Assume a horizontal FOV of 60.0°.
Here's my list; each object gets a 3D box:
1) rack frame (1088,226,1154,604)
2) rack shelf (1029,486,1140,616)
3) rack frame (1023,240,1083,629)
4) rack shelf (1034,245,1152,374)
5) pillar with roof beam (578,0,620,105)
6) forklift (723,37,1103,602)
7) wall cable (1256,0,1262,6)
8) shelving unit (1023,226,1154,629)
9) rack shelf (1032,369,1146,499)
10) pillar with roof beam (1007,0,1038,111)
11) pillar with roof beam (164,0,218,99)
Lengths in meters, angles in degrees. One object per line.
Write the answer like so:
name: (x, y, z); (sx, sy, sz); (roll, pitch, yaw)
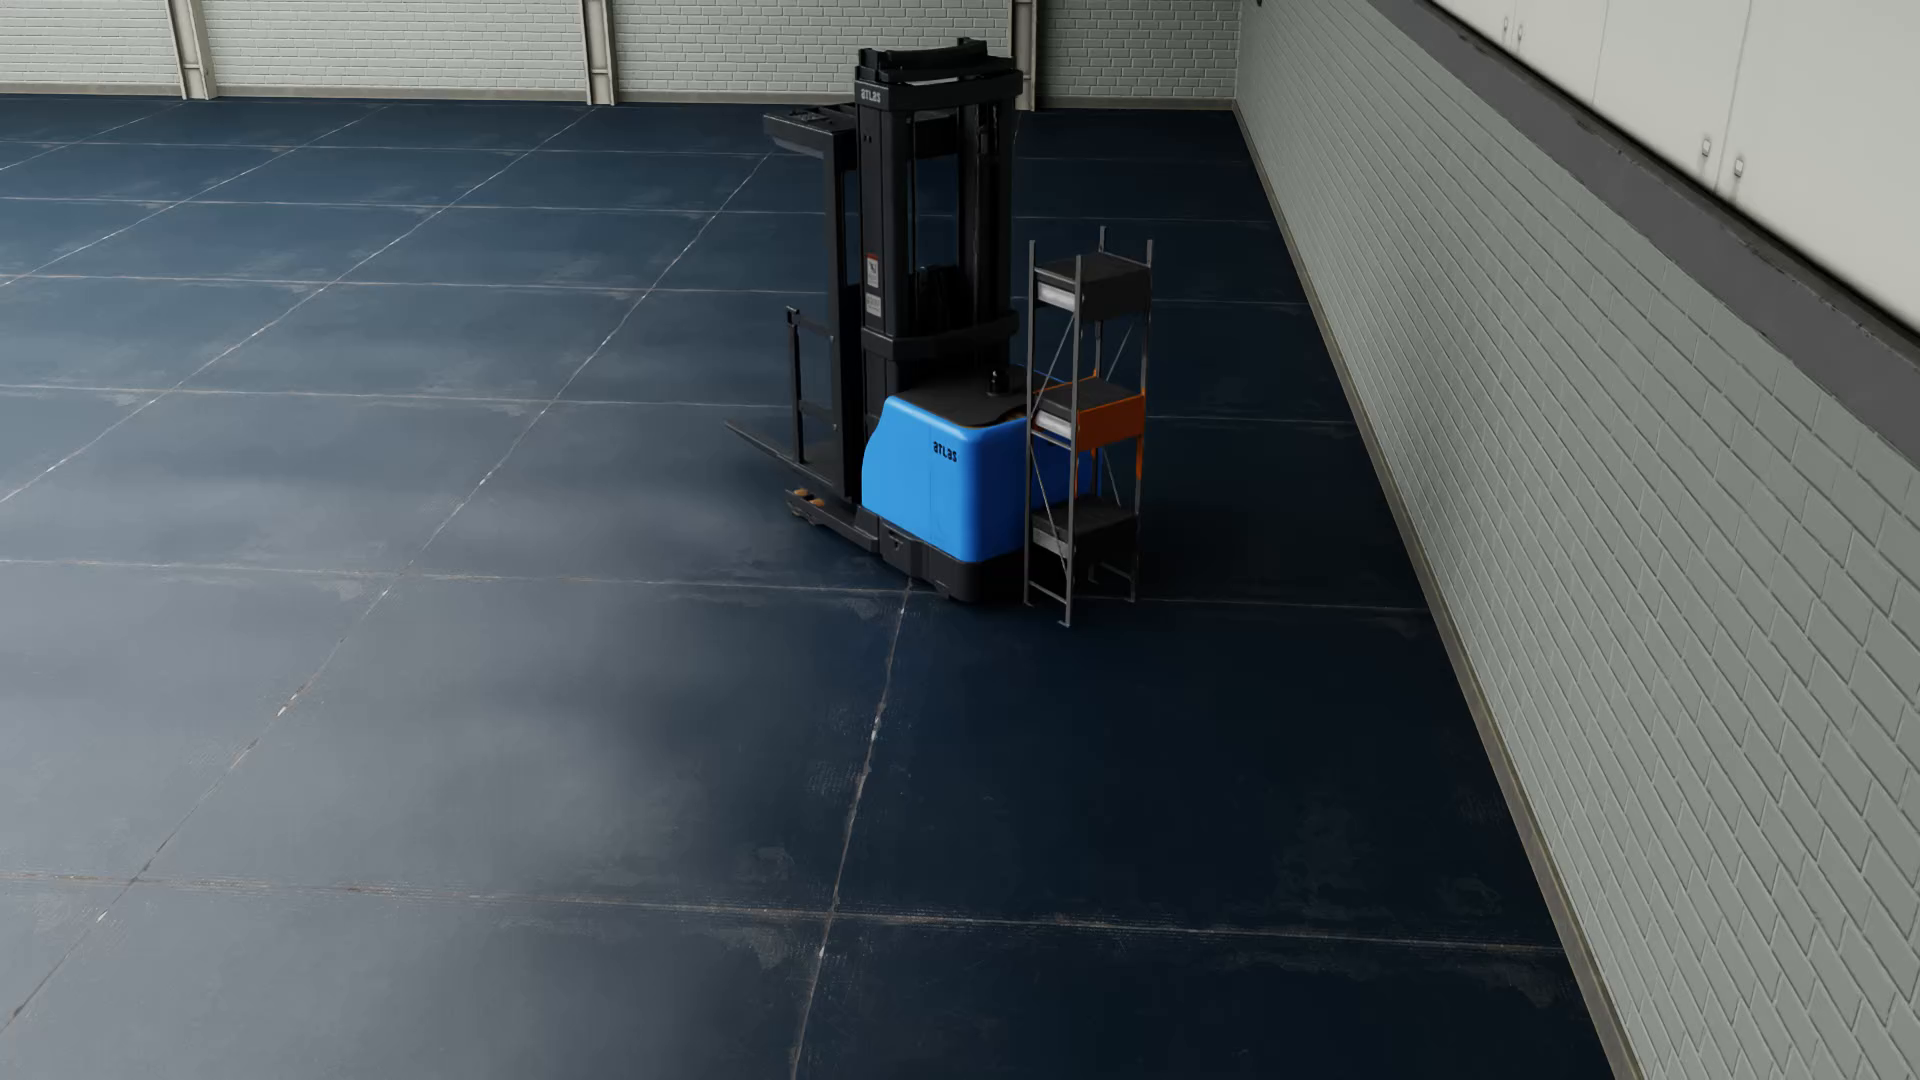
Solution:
rack frame: (0.876, -0.656, 9.165); (0.015, 2.100, 0.400); (-18, 30, -34)
rack shelf: (0.682, 0.054, 9.328); (0.480, 0.518, 0.431); (-18, 30, -34)
rack frame: (0.489, -0.532, 8.895); (0.015, 2.100, 0.400); (-18, 30, -34)
rack shelf: (0.682, -1.218, 8.743); (0.480, 0.518, 0.431); (-18, 30, -34)
pillar with roof beam: (-5.446, -8.573, 18.115); (0.400, 9.000, 9.100); (2, 25, 4)
forklift: (-0.457, -1.534, 10.078); (1.130, 2.935, 3.031); (-18, 30, -34)
wall cable: (3.702, -8.119, 20.843); (0.112, 2.526, 3.097); (2, 25, 4)
shelving unit: (0.682, -0.594, 9.030); (0.503, 2.100, 0.431); (-18, 30, -34)
rack shelf: (0.682, -0.582, 9.035); (0.480, 0.518, 0.431); (-18, 30, -34)
pillar with roof beam: (0.536, -8.381, 17.698); (0.400, 9.000, 9.100); (2, 25, 4)
pillar with roof beam: (-11.428, -8.765, 18.532); (0.400, 9.000, 9.100); (2, 25, 4)
